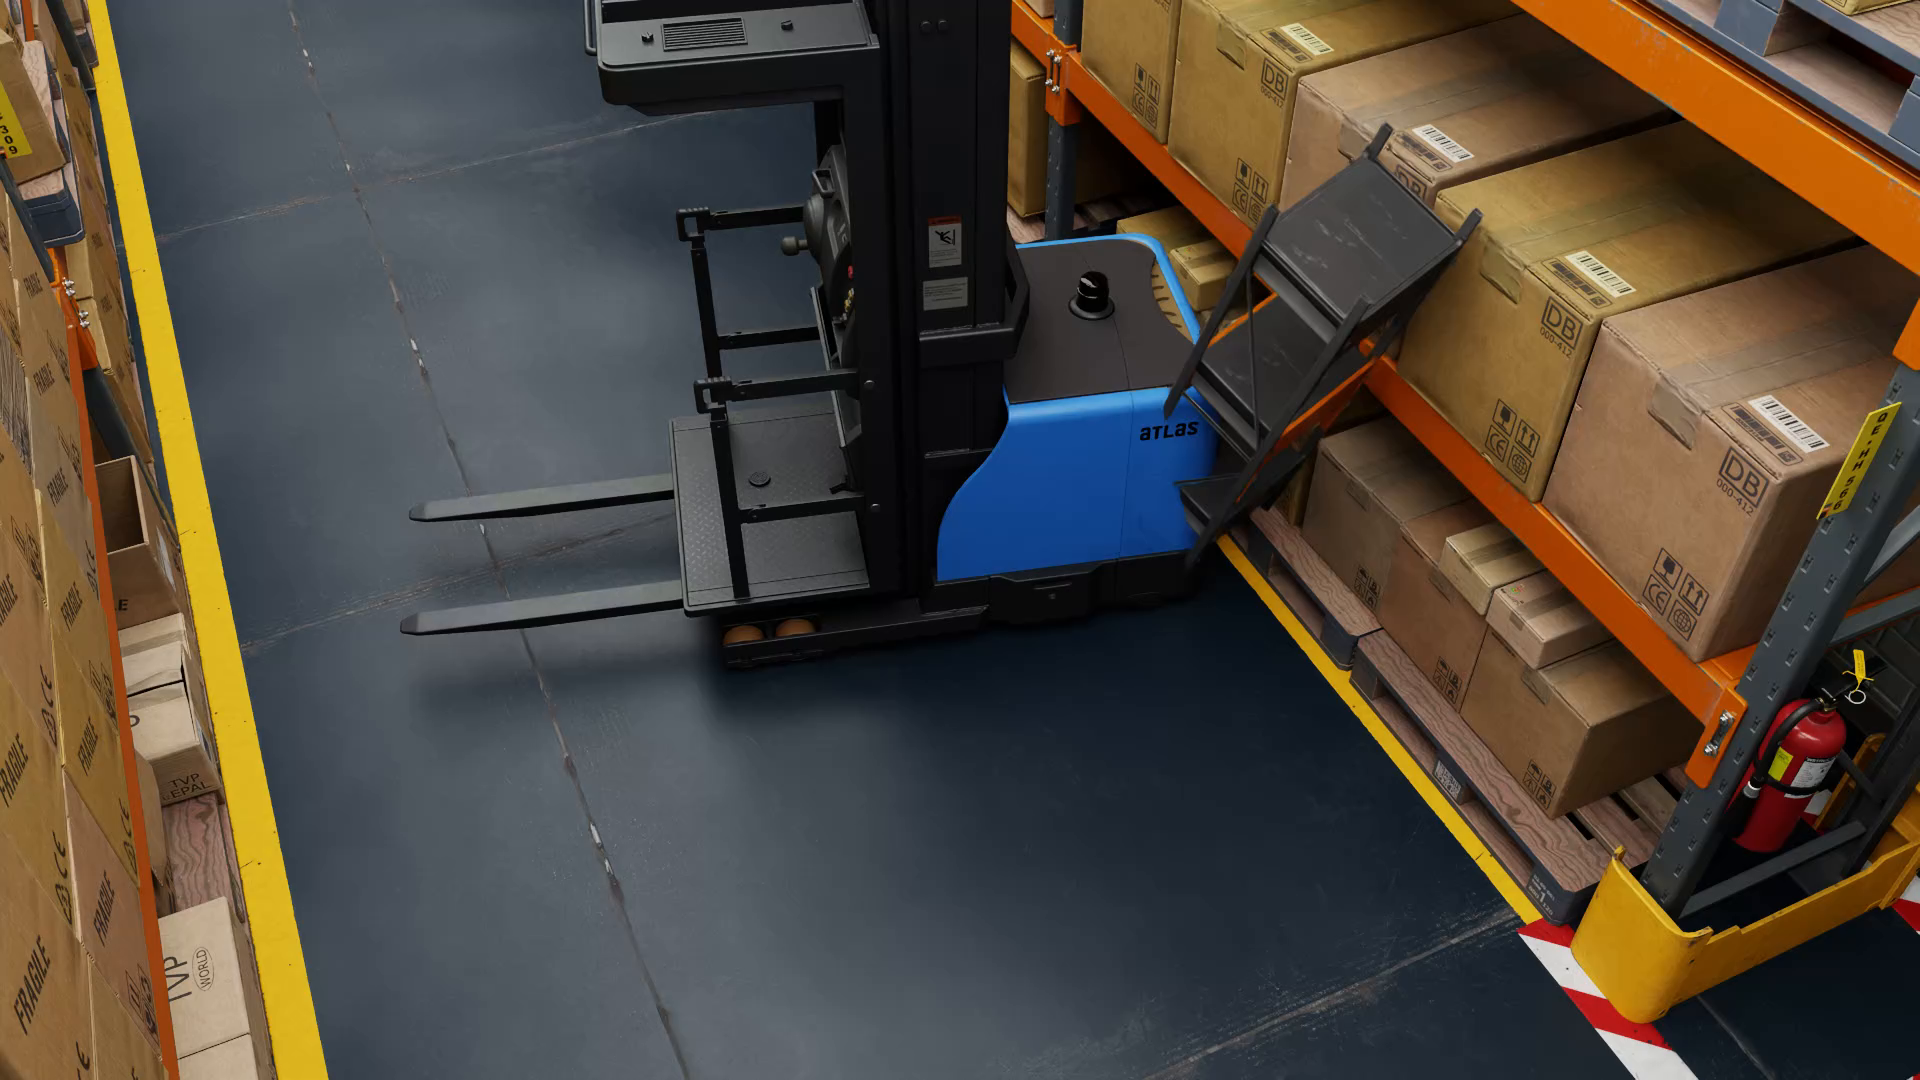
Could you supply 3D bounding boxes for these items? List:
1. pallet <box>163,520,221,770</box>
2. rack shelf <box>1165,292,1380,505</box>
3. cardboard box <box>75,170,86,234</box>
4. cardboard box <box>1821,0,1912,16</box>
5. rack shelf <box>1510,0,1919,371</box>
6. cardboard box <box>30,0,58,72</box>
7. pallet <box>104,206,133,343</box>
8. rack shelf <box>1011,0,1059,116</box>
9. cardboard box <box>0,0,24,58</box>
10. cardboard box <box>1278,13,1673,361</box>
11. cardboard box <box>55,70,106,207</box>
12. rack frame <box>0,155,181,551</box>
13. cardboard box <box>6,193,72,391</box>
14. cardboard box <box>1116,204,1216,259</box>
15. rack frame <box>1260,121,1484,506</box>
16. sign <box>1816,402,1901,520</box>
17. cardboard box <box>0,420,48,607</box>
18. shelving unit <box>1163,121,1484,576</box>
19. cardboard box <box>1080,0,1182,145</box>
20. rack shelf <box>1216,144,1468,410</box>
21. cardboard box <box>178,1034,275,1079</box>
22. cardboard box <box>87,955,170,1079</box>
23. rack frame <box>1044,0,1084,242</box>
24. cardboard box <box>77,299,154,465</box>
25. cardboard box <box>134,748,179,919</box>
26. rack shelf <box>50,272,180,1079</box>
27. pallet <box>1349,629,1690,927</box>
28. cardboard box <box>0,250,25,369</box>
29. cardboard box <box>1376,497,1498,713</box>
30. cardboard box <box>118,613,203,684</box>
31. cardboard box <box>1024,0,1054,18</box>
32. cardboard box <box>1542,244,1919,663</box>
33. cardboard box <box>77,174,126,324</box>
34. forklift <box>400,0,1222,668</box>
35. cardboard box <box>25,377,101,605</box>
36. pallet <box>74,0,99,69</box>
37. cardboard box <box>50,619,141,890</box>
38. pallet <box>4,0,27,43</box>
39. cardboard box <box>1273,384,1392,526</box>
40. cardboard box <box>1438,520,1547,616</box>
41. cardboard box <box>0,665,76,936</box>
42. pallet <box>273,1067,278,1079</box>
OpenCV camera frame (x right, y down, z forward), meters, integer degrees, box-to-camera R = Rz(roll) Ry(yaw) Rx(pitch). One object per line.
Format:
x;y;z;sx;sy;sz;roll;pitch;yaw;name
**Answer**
-3.334;0.514;6.079;1.003;0.211;1.213;-18;47;-17;pallet
1.036;-0.508;5.670;0.480;0.518;0.431;-37;76;-21;rack shelf
-4.025;-1.468;7.034;0.500;0.250;0.500;-18;47;-17;cardboard box
2.004;-1.420;3.655;0.500;0.250;0.500;-17;47;-16;cardboard box
1.712;-1.919;4.935;1.077;0.370;4.000;-18;47;-17;rack shelf
-4.670;-2.438;8.017;0.500;0.250;0.500;-16;47;-16;cardboard box
-4.515;-1.209;7.825;1.003;0.211;1.213;-18;47;-17;pallet
0.030;-3.400;8.572;1.077;0.370;4.000;-18;47;-17;rack shelf
-3.965;-1.889;6.158;0.700;0.500;0.500;-11;46;-11;cardboard box
1.701;-1.210;5.627;0.980;0.700;0.700;-20;48;-19;cardboard box
-4.480;-1.876;7.982;0.500;0.500;0.500;-20;48;-19;cardboard box
-3.622;-0.916;5.543;1.000;3.000;0.127;-18;47;-17;rack frame
-3.179;-0.709;5.262;0.500;0.500;0.500;-17;47;-17;cardboard box
1.092;-1.134;7.245;0.700;0.500;0.500;-17;47;-17;cardboard box
1.220;-0.651;5.746;0.015;2.100;0.400;-37;76;-21;rack frame
2.055;-0.178;3.801;0.100;0.325;0.005;-18;47;-17;sign
-2.534;-0.094;3.927;0.500;0.500;0.500;-18;48;-18;cardboard box
1.038;-0.514;5.658;0.503;2.100;0.431;-37;76;-21;shelving unit
1.084;-2.138;6.567;0.980;0.700;0.700;-17;47;-17;cardboard box
1.133;-0.788;5.036;0.480;0.518;0.431;-37;76;-21;rack shelf
-2.122;1.706;4.530;0.500;0.250;0.500;-18;47;-17;cardboard box
-1.887;1.237;3.290;0.500;0.500;0.500;-17;47;-17;cardboard box
0.871;-2.382;7.028;1.000;3.000;0.127;-18;47;-17;rack frame
-3.604;-0.563;6.652;0.500;0.500;0.500;-20;48;-19;cardboard box
-2.827;1.011;5.053;0.797;0.503;0.637;-18;47;-17;cardboard box
-2.781;0.614;4.504;1.077;0.370;4.000;-18;47;-17;rack shelf
2.146;0.674;5.917;1.003;0.211;1.213;-18;47;-17;pallet
-2.957;-0.736;4.577;0.500;0.500;0.500;-19;48;-18;cardboard box
1.957;0.172;5.920;0.700;0.500;0.500;-18;47;-18;cardboard box
-2.913;0.442;5.882;0.380;0.149;0.250;-18;47;-17;cardboard box
0.472;-2.431;7.243;0.380;0.149;0.250;-18;47;-17;cardboard box
2.329;-0.261;4.666;0.980;0.700;0.700;-16;47;-16;cardboard box
-4.042;-1.221;7.318;0.500;0.500;0.500;-17;47;-17;cardboard box
-0.620;-0.965;5.641;3.031;2.935;1.130;-7;45;-7;forklift
-2.743;-0.054;4.598;0.500;0.500;0.500;-17;47;-17;cardboard box
-5.615;-3.009;9.649;1.003;0.211;1.213;-18;47;-17;pallet
-2.318;0.589;3.947;0.500;0.500;0.500;-18;47;-18;cardboard box
-4.482;-2.159;6.939;1.003;0.211;1.213;-18;47;-17;pallet
1.514;-0.486;6.587;0.700;0.500;0.500;-17;47;-16;cardboard box
1.840;0.070;5.563;0.380;0.149;0.250;-17;47;-16;cardboard box
-2.114;0.550;3.274;0.500;0.500;0.500;-18;47;-17;cardboard box
-2.308;2.069;4.503;1.003;0.211;1.213;-18;47;-17;pallet
